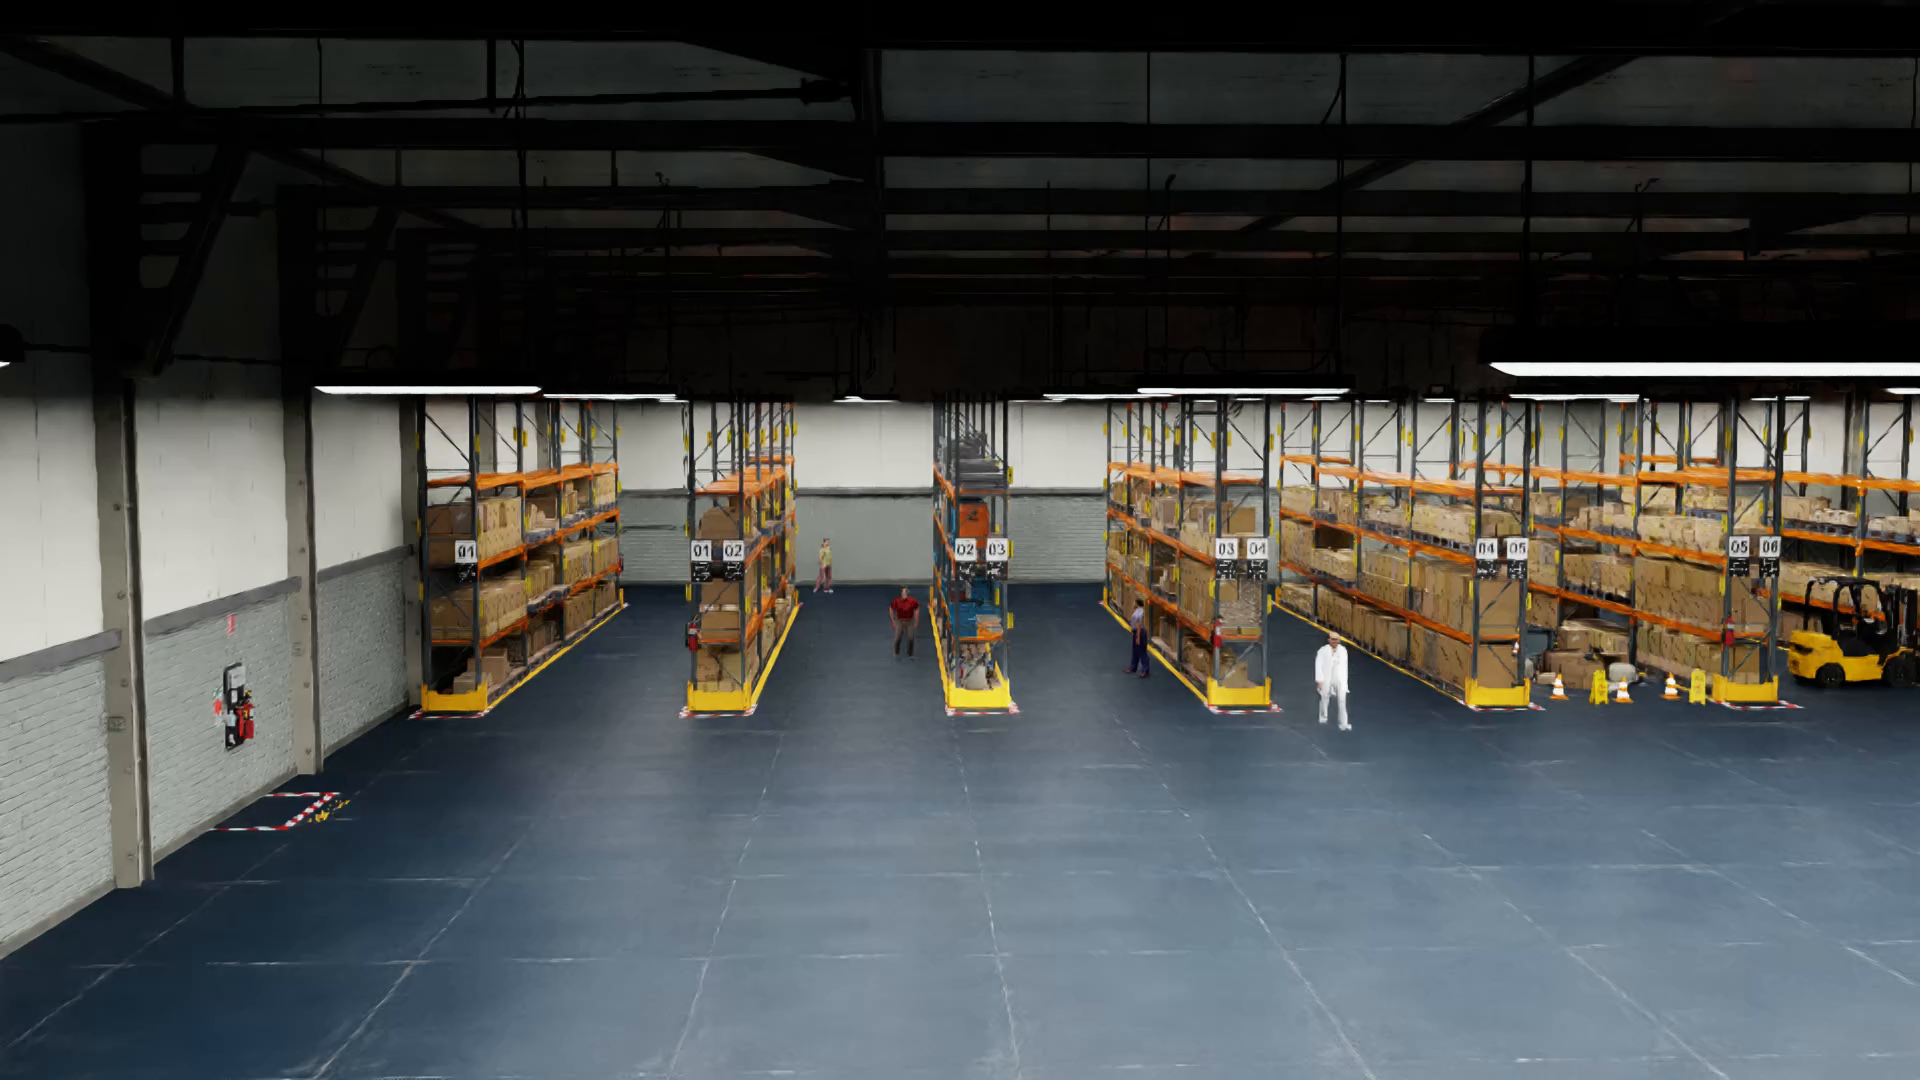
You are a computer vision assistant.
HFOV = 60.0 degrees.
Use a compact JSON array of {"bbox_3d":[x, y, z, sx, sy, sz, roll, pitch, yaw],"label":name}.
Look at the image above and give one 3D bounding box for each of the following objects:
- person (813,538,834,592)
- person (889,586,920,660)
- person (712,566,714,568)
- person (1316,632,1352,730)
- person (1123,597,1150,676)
[{"bbox_3d":[-4.204,0.762,50.700,0.443,1.669,0.645,4,6,37],"label":"person"},{"bbox_3d":[-1.245,1.855,37.248,0.682,1.676,0.535,0,5,-4],"label":"person"},{"bbox_3d":[-7.479,0.796,50.746,0.474,1.590,0.491,-4,6,-41],"label":"person"},{"bbox_3d":[6.587,2.459,29.398,0.598,1.698,1.194,0,5,0],"label":"person"},{"bbox_3d":[3.743,2.021,35.224,0.600,1.639,0.699,1,5,10],"label":"person"}]
